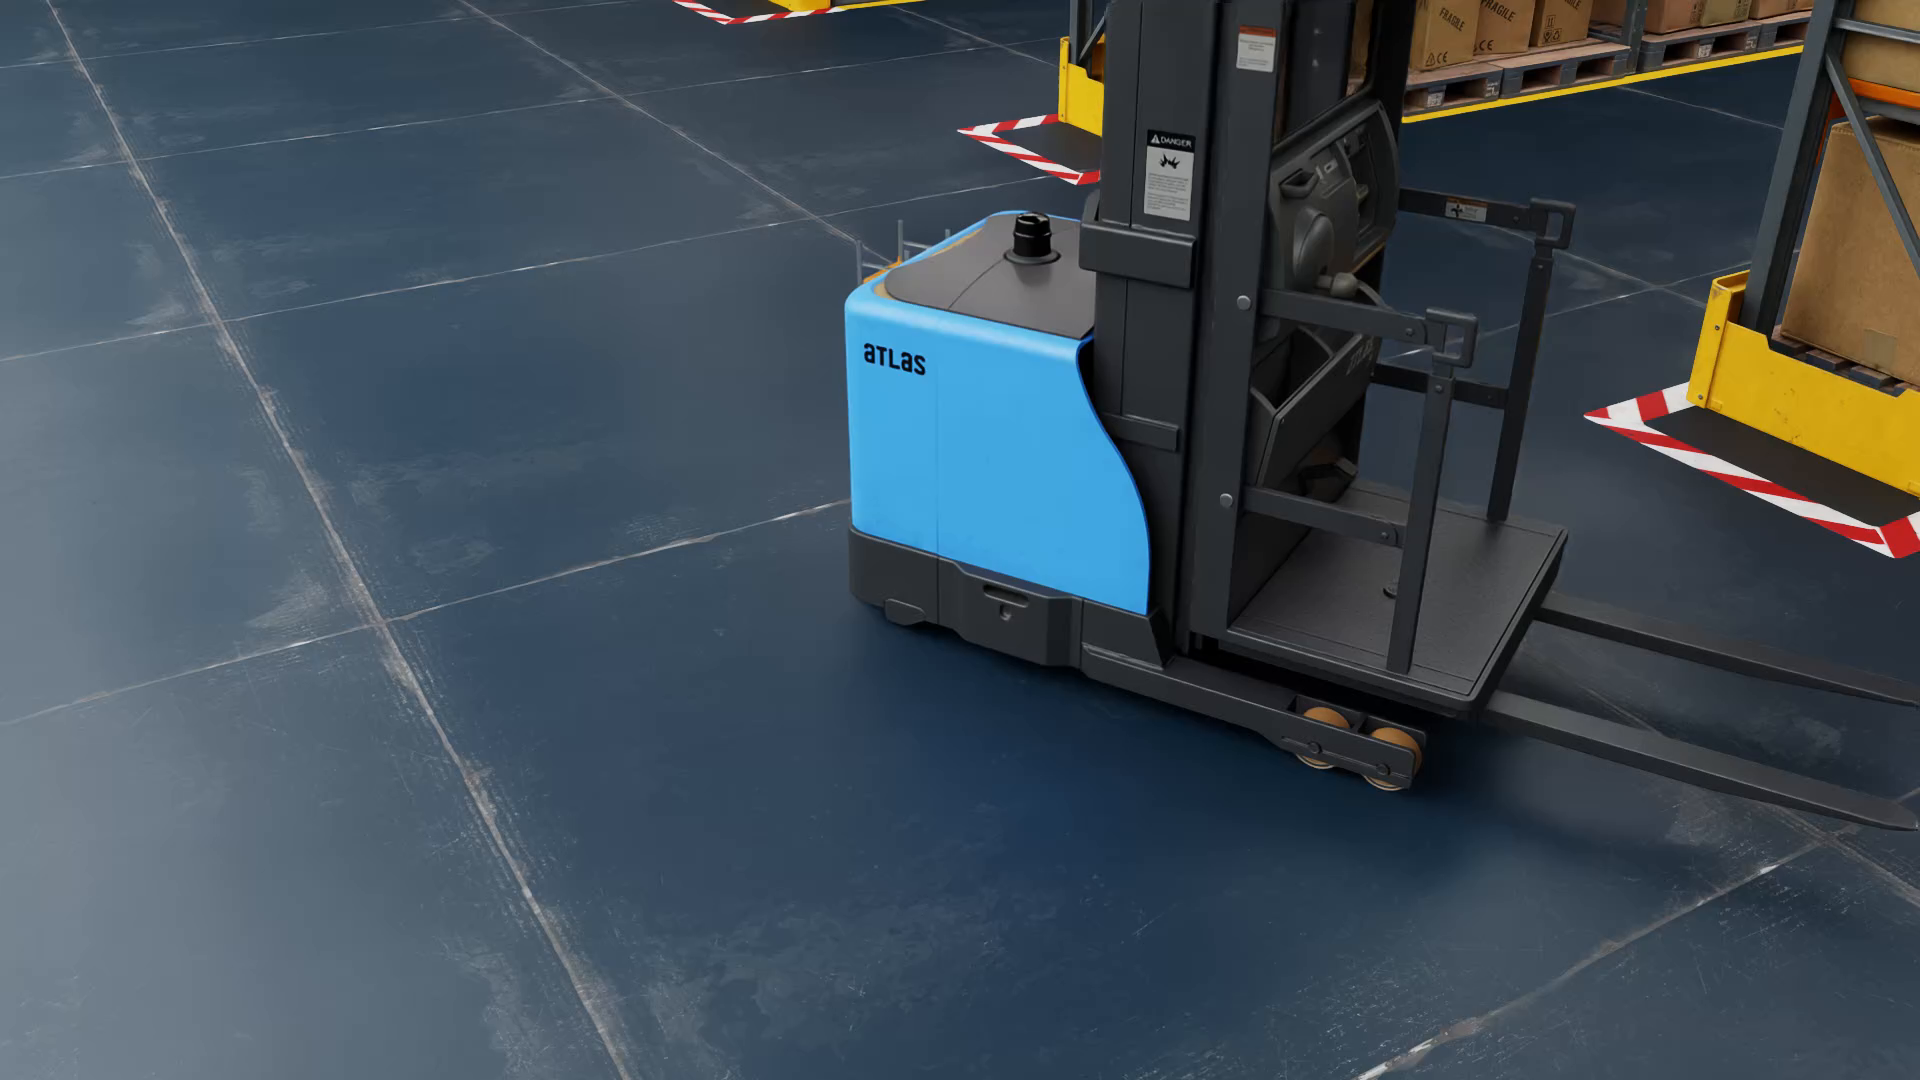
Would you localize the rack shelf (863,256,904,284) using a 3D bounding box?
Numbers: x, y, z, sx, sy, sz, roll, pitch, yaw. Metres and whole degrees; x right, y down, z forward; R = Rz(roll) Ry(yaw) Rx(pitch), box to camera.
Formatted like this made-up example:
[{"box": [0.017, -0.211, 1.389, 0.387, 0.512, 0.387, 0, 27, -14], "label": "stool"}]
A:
[{"box": [-0.180, -0.761, 5.476, 0.215, 0.259, 0.240, 16, 33, 27], "label": "rack shelf"}]

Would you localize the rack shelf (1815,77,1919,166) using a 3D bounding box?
[{"box": [5.132, -1.875, 6.787, 4.000, 0.370, 1.077, -16, 33, -26], "label": "rack shelf"}]

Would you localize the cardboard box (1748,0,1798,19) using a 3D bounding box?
[{"box": [5.873, -4.256, 12.489, 0.500, 0.500, 0.700, -19, 34, -30], "label": "cardboard box"}]

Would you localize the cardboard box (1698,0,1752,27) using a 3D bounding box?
[{"box": [5.391, -4.119, 12.241, 0.500, 0.500, 0.700, -16, 33, -27], "label": "cardboard box"}]

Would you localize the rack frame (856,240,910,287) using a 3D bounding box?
[{"box": [-0.243, -0.471, 5.516, 0.200, 1.050, 0.008, 16, 33, 27], "label": "rack frame"}]

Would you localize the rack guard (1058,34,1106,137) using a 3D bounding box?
[{"box": [1.047, -2.715, 10.153, 0.348, 0.500, 1.175, -16, 33, -26], "label": "rack guard"}]

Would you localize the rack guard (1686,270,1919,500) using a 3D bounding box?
[{"box": [3.387, -0.600, 6.320, 0.348, 0.500, 1.175, -16, 33, -26], "label": "rack guard"}]

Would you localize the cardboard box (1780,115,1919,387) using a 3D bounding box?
[{"box": [3.958, -1.147, 6.489, 0.875, 0.875, 0.875, -16, 33, -26], "label": "cardboard box"}]

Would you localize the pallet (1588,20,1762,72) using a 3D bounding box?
[{"box": [5.101, -3.741, 12.310, 1.213, 0.211, 1.003, -16, 33, -26], "label": "pallet"}]

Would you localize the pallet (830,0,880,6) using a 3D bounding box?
[{"box": [-0.783, -4.868, 14.353, 1.213, 0.211, 1.003, -16, 33, -26], "label": "pallet"}]

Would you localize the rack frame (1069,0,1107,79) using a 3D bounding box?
[{"box": [0.982, -3.791, 9.515, 0.127, 3.000, 1.000, -16, 33, -26], "label": "rack frame"}]

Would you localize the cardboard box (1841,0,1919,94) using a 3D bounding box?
[{"box": [3.704, -1.876, 5.889, 0.550, 0.550, 0.875, -16, 33, -26], "label": "cardboard box"}]

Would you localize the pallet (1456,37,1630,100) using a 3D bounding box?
[{"box": [3.869, -3.370, 11.639, 1.213, 0.211, 1.003, -16, 33, -26], "label": "pallet"}]

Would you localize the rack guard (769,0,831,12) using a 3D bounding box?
[{"box": [-1.486, -4.798, 13.927, 0.348, 0.500, 1.175, -16, 33, -26], "label": "rack guard"}]

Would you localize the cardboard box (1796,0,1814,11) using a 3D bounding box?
[{"box": [6.354, -4.393, 12.737, 0.500, 0.500, 0.700, -13, 31, -22], "label": "cardboard box"}]

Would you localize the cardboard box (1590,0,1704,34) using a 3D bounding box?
[{"box": [4.971, -4.010, 12.043, 0.500, 0.500, 0.700, -19, 34, -30], "label": "cardboard box"}]

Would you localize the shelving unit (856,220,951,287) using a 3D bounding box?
[{"box": [-0.179, -0.521, 5.608, 0.215, 1.050, 0.252, 16, 33, 27], "label": "shelving unit"}]

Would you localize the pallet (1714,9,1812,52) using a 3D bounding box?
[{"box": [6.154, -4.041, 12.854, 1.213, 0.211, 1.003, -16, 33, -26], "label": "pallet"}]

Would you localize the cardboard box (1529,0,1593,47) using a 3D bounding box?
[{"box": [4.065, -3.779, 11.645, 0.500, 0.500, 0.500, -17, 33, -28], "label": "cardboard box"}]

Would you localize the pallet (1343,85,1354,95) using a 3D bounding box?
[{"box": [1.765, -2.773, 10.556, 1.213, 0.211, 1.003, -16, 33, -26], "label": "pallet"}]

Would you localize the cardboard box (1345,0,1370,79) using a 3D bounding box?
[{"box": [2.576, -3.332, 10.836, 0.500, 0.500, 0.500, -13, 31, -22], "label": "cardboard box"}]

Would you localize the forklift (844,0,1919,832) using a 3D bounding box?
[{"box": [1.178, -0.897, 4.342, 3.031, 2.935, 1.130, 16, 33, 26], "label": "forklift"}]

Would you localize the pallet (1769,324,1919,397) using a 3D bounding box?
[{"box": [4.057, -0.708, 6.814, 1.213, 0.211, 1.003, -16, 33, -26], "label": "pallet"}]

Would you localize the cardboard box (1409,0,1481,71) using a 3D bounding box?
[{"box": [3.080, -3.450, 11.050, 0.500, 0.500, 0.500, -19, 34, -31], "label": "cardboard box"}]

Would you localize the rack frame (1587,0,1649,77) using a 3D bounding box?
[{"box": [4.430, -4.770, 11.289, 0.127, 3.000, 1.000, -16, 33, -26], "label": "rack frame"}]

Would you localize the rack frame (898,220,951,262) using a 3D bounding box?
[{"box": [-0.116, -0.572, 5.699, 0.200, 1.050, 0.008, 16, 33, 27], "label": "rack frame"}]

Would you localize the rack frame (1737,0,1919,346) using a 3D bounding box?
[{"box": [3.407, -1.700, 5.726, 0.127, 3.000, 1.000, -16, 33, -26], "label": "rack frame"}]

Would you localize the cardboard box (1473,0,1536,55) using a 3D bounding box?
[{"box": [3.575, -3.635, 11.385, 0.500, 0.500, 0.500, -6, 29, -11], "label": "cardboard box"}]

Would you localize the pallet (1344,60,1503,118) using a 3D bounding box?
[{"box": [2.816, -3.070, 11.094, 1.213, 0.211, 1.003, -16, 33, -26], "label": "pallet"}]
